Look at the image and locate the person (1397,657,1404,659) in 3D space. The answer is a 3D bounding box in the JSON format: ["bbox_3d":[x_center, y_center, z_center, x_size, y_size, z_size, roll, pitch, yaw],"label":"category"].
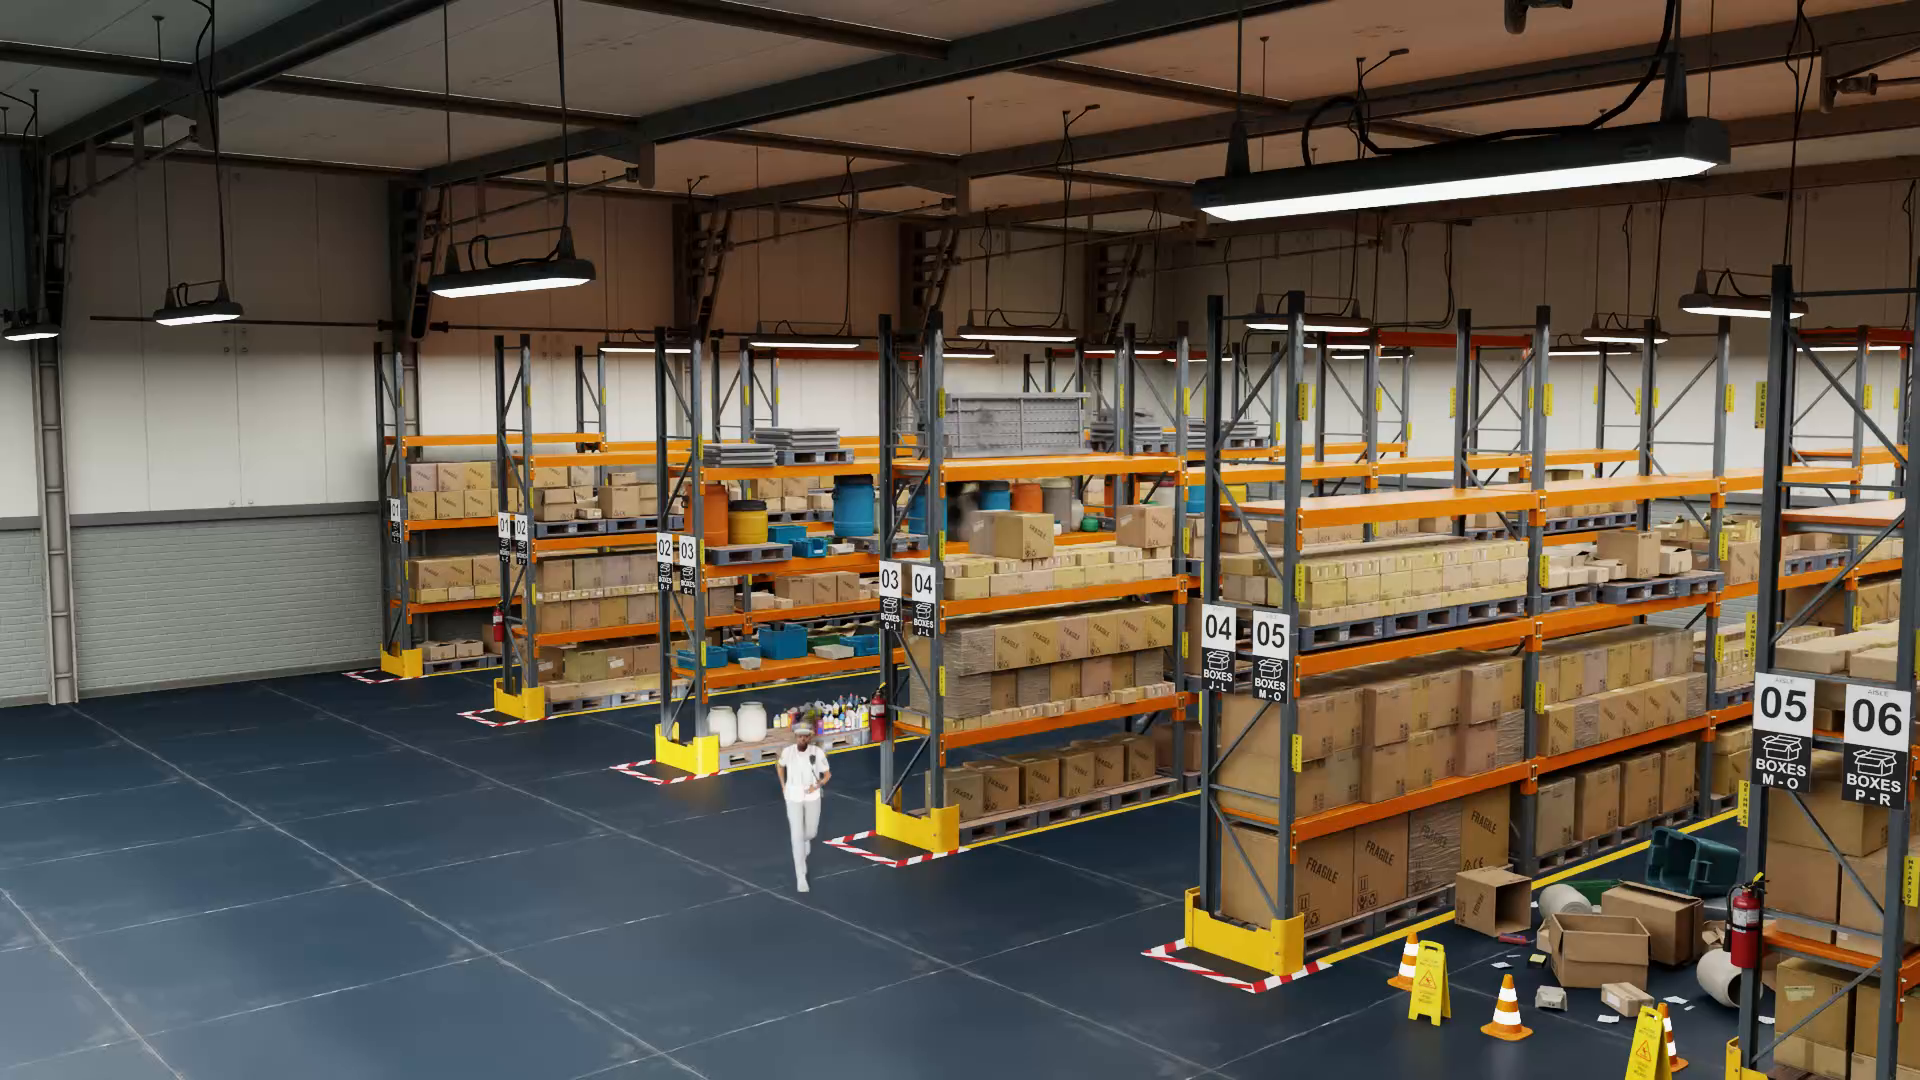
[{"bbox_3d":[5.699,2.280,21.826,0.682,1.808,0.808,5,7,44],"label":"person"}]

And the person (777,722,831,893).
[{"bbox_3d":[-1.638,2.746,17.543,0.545,1.724,1.079,-1,5,-12],"label":"person"}]

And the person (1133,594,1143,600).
[{"bbox_3d":[3.268,1.418,32.362,0.567,1.629,0.601,-5,7,-44],"label":"person"}]

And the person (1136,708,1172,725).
[{"bbox_3d":[2.897,1.791,24.374,0.774,1.813,0.654,-4,7,-39],"label":"person"}]
